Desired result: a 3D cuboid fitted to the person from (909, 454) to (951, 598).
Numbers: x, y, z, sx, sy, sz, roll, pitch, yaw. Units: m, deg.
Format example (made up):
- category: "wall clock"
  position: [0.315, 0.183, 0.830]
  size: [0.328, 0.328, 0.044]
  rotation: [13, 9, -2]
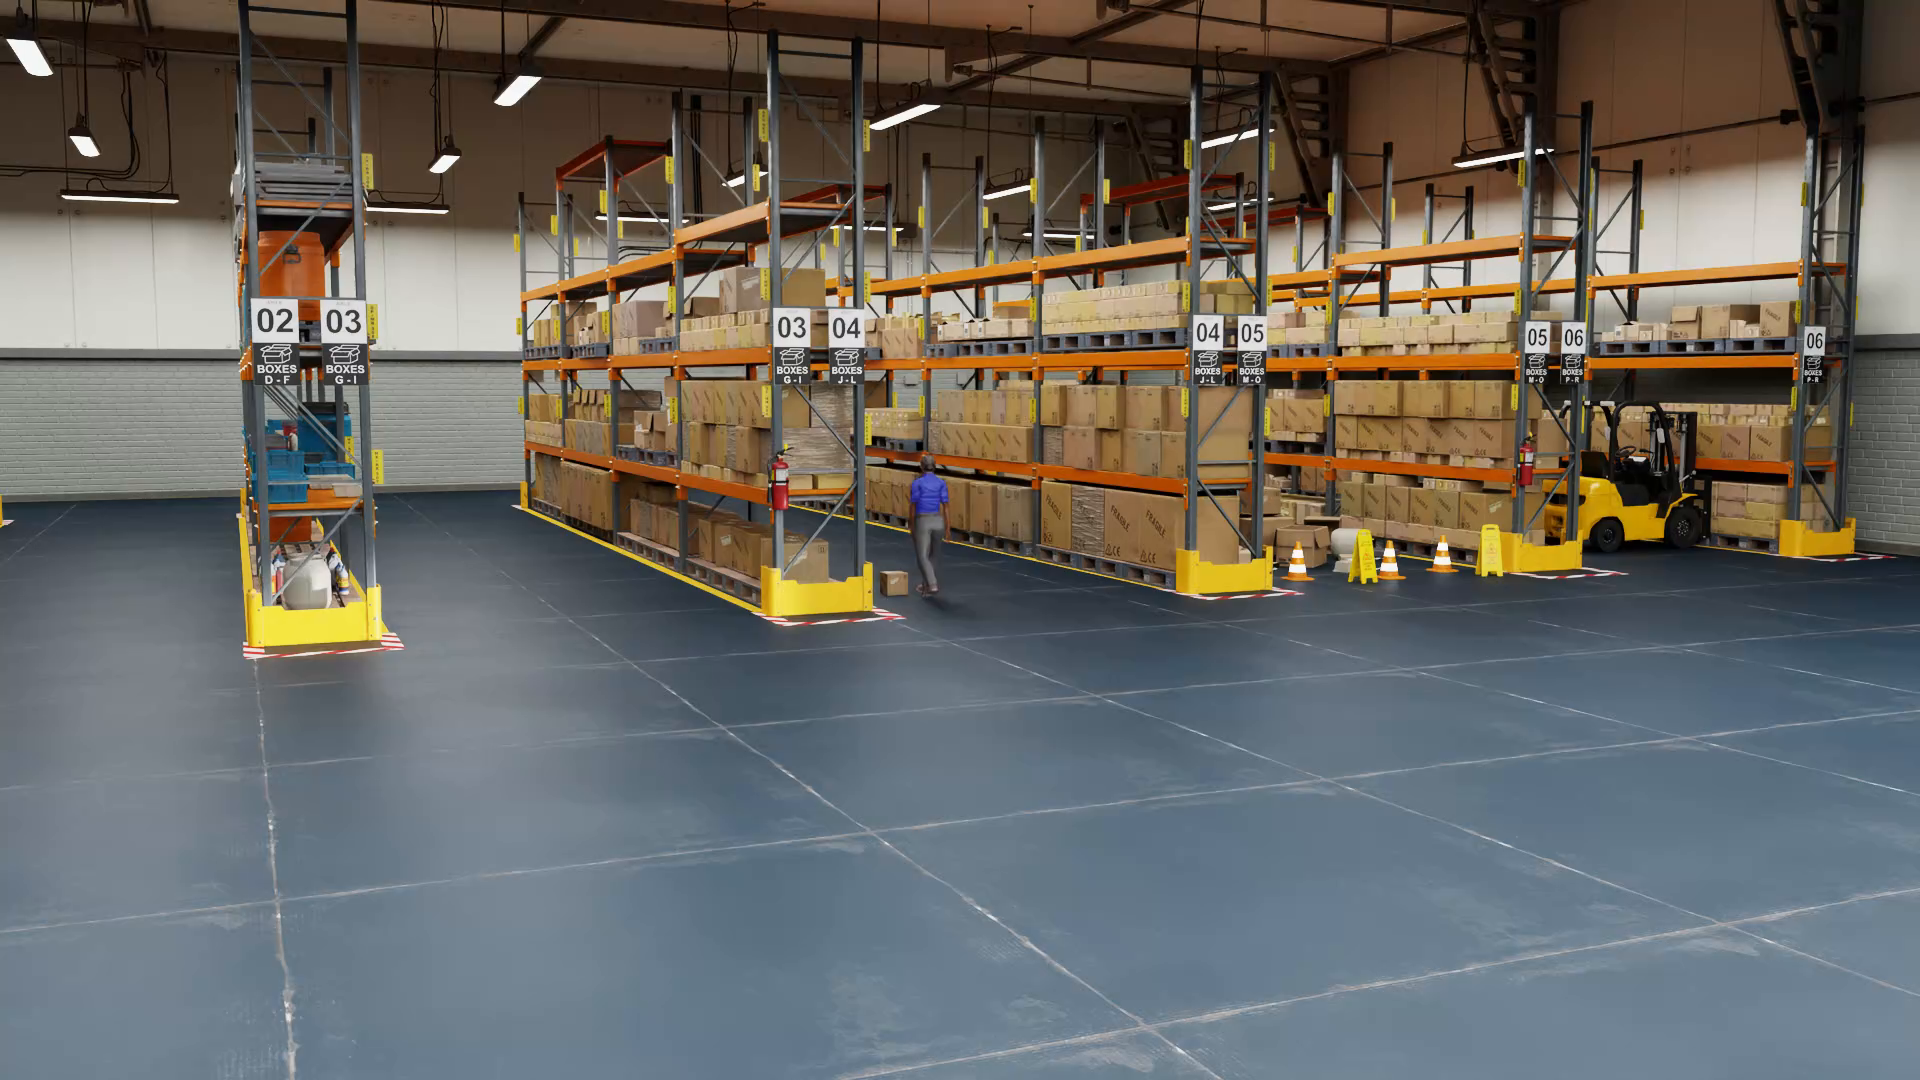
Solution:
- category: "person"
  position: [-0.335, -0.148, 18.610]
  size: [0.460, 1.614, 0.993]
  rotation: [-3, 6, -26]
